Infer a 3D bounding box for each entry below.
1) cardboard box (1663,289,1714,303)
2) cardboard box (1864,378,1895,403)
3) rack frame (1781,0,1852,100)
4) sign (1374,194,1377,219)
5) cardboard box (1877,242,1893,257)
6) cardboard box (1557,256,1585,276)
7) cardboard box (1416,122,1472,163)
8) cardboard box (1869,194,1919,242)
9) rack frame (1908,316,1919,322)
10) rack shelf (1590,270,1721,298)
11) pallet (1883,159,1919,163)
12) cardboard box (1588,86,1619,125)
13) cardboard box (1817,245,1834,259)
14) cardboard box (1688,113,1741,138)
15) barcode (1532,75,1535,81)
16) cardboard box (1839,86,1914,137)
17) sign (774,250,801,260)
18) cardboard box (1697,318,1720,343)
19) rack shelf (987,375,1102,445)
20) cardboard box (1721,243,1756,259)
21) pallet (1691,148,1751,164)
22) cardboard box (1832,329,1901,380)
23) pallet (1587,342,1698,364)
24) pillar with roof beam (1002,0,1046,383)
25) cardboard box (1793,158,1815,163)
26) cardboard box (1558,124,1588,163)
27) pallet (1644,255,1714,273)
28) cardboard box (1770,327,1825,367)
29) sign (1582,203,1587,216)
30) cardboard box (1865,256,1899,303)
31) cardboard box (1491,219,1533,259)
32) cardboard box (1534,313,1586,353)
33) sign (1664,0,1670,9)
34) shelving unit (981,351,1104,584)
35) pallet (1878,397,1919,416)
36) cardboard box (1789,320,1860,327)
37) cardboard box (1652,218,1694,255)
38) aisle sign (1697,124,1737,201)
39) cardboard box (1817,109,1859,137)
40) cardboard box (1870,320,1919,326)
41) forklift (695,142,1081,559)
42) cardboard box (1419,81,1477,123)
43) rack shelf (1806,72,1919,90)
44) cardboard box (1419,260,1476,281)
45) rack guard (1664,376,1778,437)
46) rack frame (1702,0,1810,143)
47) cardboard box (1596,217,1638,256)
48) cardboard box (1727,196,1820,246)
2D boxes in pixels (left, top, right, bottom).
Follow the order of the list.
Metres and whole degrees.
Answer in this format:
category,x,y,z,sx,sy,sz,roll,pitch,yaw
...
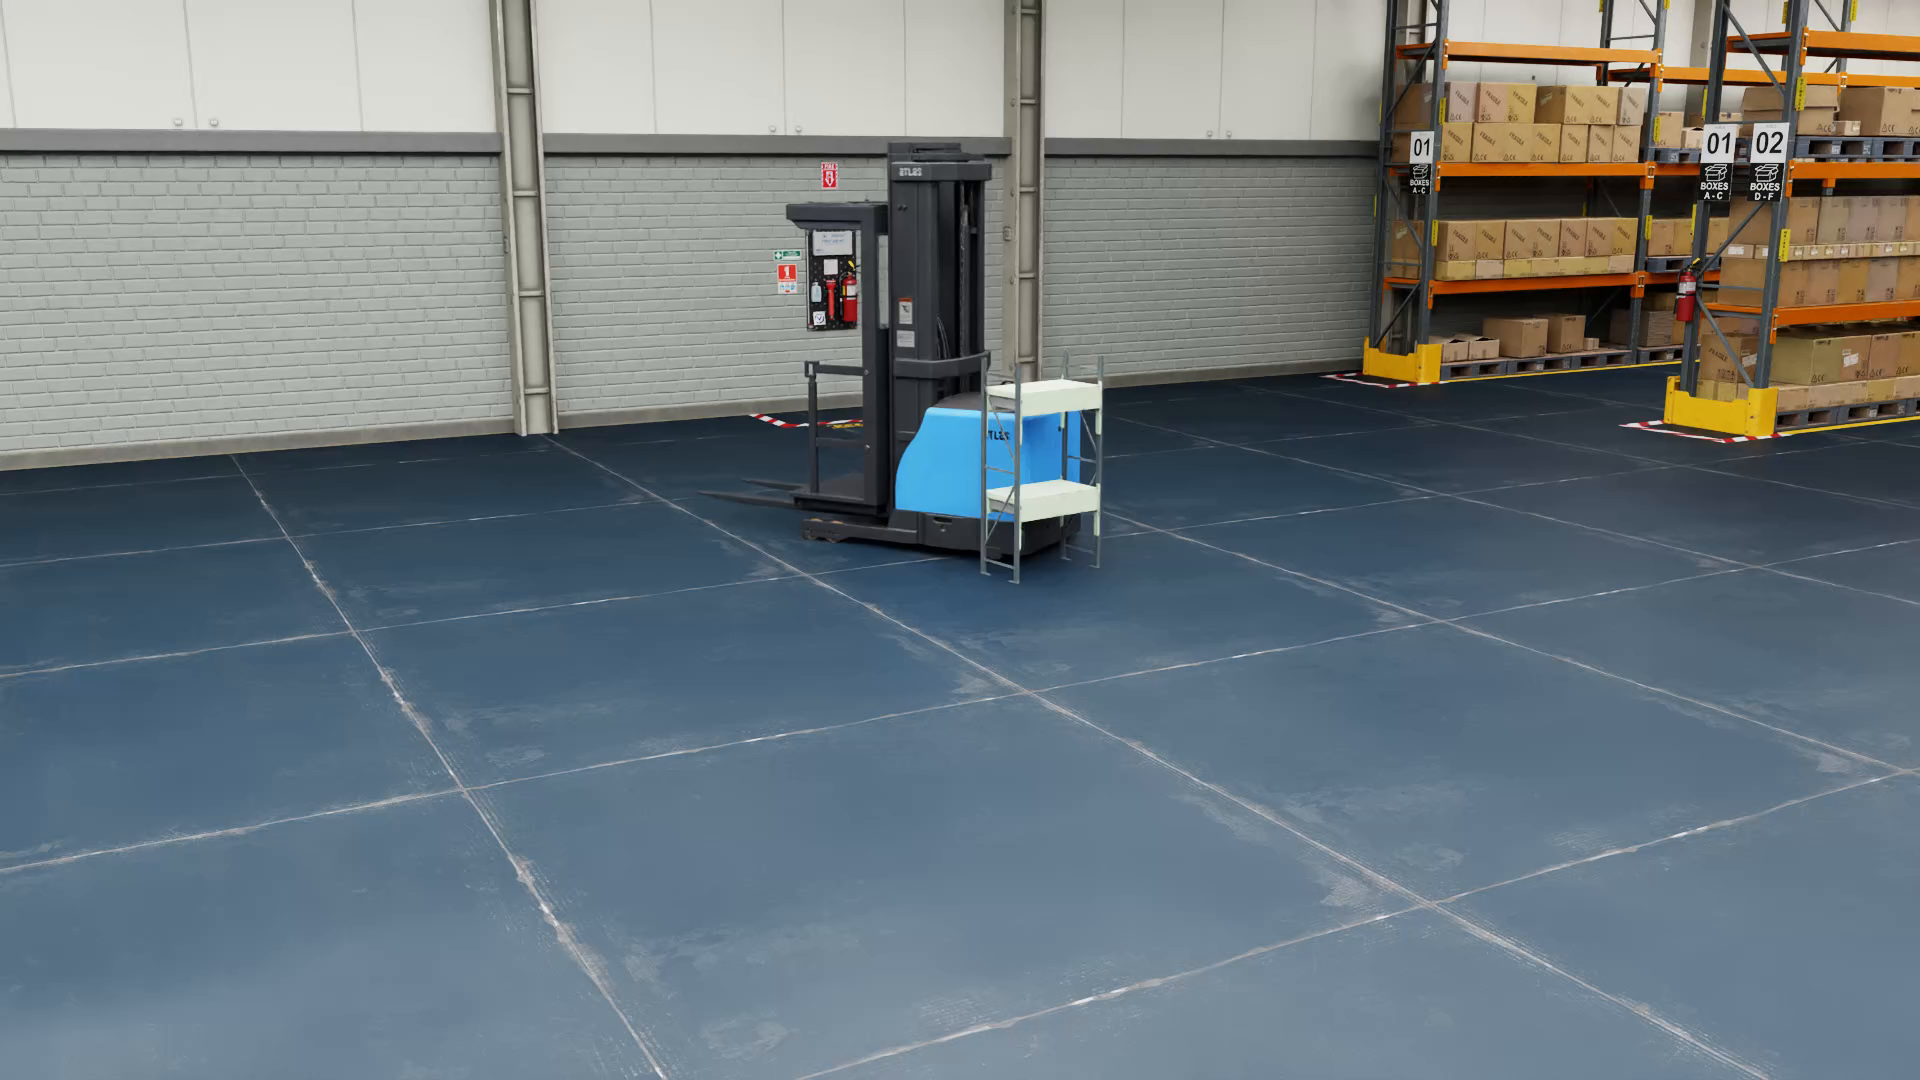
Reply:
category,x,y,z,sx,sy,sz,roll,pitch,yaw
cardboard box,10.817,-3.593,24.725,0.500,0.250,0.500,-7,15,-29
cardboard box,10.100,-1.708,18.673,0.500,0.250,0.500,-7,14,-28
rack frame,12.851,-7.396,24.979,0.127,3.000,1.000,-7,14,-28
sign,5.580,-4.456,22.220,0.005,0.325,0.100,-7,14,-28
cardboard box,10.003,-3.200,18.292,0.250,0.149,0.380,-7,14,-27
cardboard box,8.194,-3.770,22.827,0.500,0.250,0.500,-7,14,-28
cardboard box,6.242,-5.137,21.497,0.500,0.500,0.500,-6,14,-26
cardboard box,10.447,-3.622,18.690,0.500,0.500,0.700,-7,14,-28
rack frame,11.716,-3.094,19.527,0.127,3.000,1.000,-7,14,-28
rack shelf,11.095,-3.908,24.781,4.000,0.370,1.077,-7,14,-28
pallet,14.370,-6.037,26.200,1.213,0.211,1.003,-6,14,-25
cardboard box,8.551,-5.893,22.582,0.500,0.500,0.500,-6,14,-25
cardboard box,9.103,-3.093,17.815,0.250,0.149,0.380,-7,14,-28
cardboard box,10.940,-5.938,24.145,0.500,0.500,0.500,-7,15,-30
barcode,7.913,-6.376,22.948,0.075,0.075,0.001,-7,14,-28
cardboard box,9.794,-4.581,17.798,0.500,0.500,0.500,-7,14,-28
sign,-1.952,-3.221,18.801,0.331,0.109,0.001,-7,14,-28
cardboard box,10.874,-3.234,24.840,0.500,0.500,0.700,-7,14,-27
rack shelf,0.565,-0.897,11.402,0.720,0.370,0.431,-9,16,-36
cardboard box,8.450,-3.116,17.917,0.250,0.149,0.380,-7,15,-29
pallet,10.841,-5.575,24.144,1.003,0.211,1.213,-7,14,-28
cardboard box,10.101,-2.074,18.590,0.500,0.500,0.500,-7,14,-28
pallet,10.022,-2.770,24.439,1.213,0.211,1.003,-7,14,-28
pillar with roof beam,2.825,-5.334,15.816,0.400,9.000,9.100,-7,14,-28
cardboard box,12.348,-5.771,24.748,0.500,0.311,0.500,-7,14,-28
cardboard box,8.097,-5.354,22.460,0.500,0.500,0.500,-7,15,-30
pallet,10.080,-4.007,24.021,1.213,0.211,1.003,-7,14,-28
cardboard box,9.404,-2.125,18.816,0.500,0.500,0.500,-7,14,-28
sign,9.070,-4.720,24.114,0.005,0.325,0.100,-7,14,-28
cardboard box,9.979,-2.932,18.580,0.500,0.500,0.700,-6,14,-26
cardboard box,7.287,-4.026,22.254,0.500,0.500,0.500,-7,15,-30
cardboard box,8.448,-2.927,23.474,0.500,0.500,0.500,-8,15,-32
sign,9.583,-7.363,22.524,0.005,0.325,0.100,-7,14,-28
shelving unit,0.565,-0.516,11.488,0.755,1.500,0.431,-9,16,-36
pallet,10.998,-1.659,19.498,1.213,0.211,1.003,-7,14,-28
cardboard box,13.559,-3.678,26.059,0.750,0.750,0.750,-7,14,-29
cardboard box,10.297,-4.416,24.172,0.500,0.500,0.700,-5,14,-22
aisle sign,8.007,-3.992,17.593,0.004,0.787,0.394,-7,14,-28
cardboard box,9.578,-4.597,18.300,0.500,0.311,0.500,-5,14,-21
cardboard box,11.159,-2.335,19.752,0.500,0.500,0.500,-7,14,-28
forklift,-0.630,-1.502,12.607,3.031,2.935,1.130,7,14,28
cardboard box,6.283,-5.631,21.418,0.500,0.500,0.500,-8,15,-32
rack shelf,14.606,-7.061,26.036,4.000,0.370,1.077,-7,14,-28
cardboard box,6.409,-3.555,21.868,0.500,0.250,0.500,-7,15,-29
rack guard,8.184,-1.452,17.921,0.348,0.500,1.175,-7,14,-28
rack frame,8.205,-5.600,16.999,0.127,3.000,1.000,-7,14,-28
cardboard box,9.073,-4.242,23.214,0.500,0.500,0.500,-7,14,-28
cardboard box,8.668,-3.408,17.736,0.500,0.500,0.700,-7,14,-28
